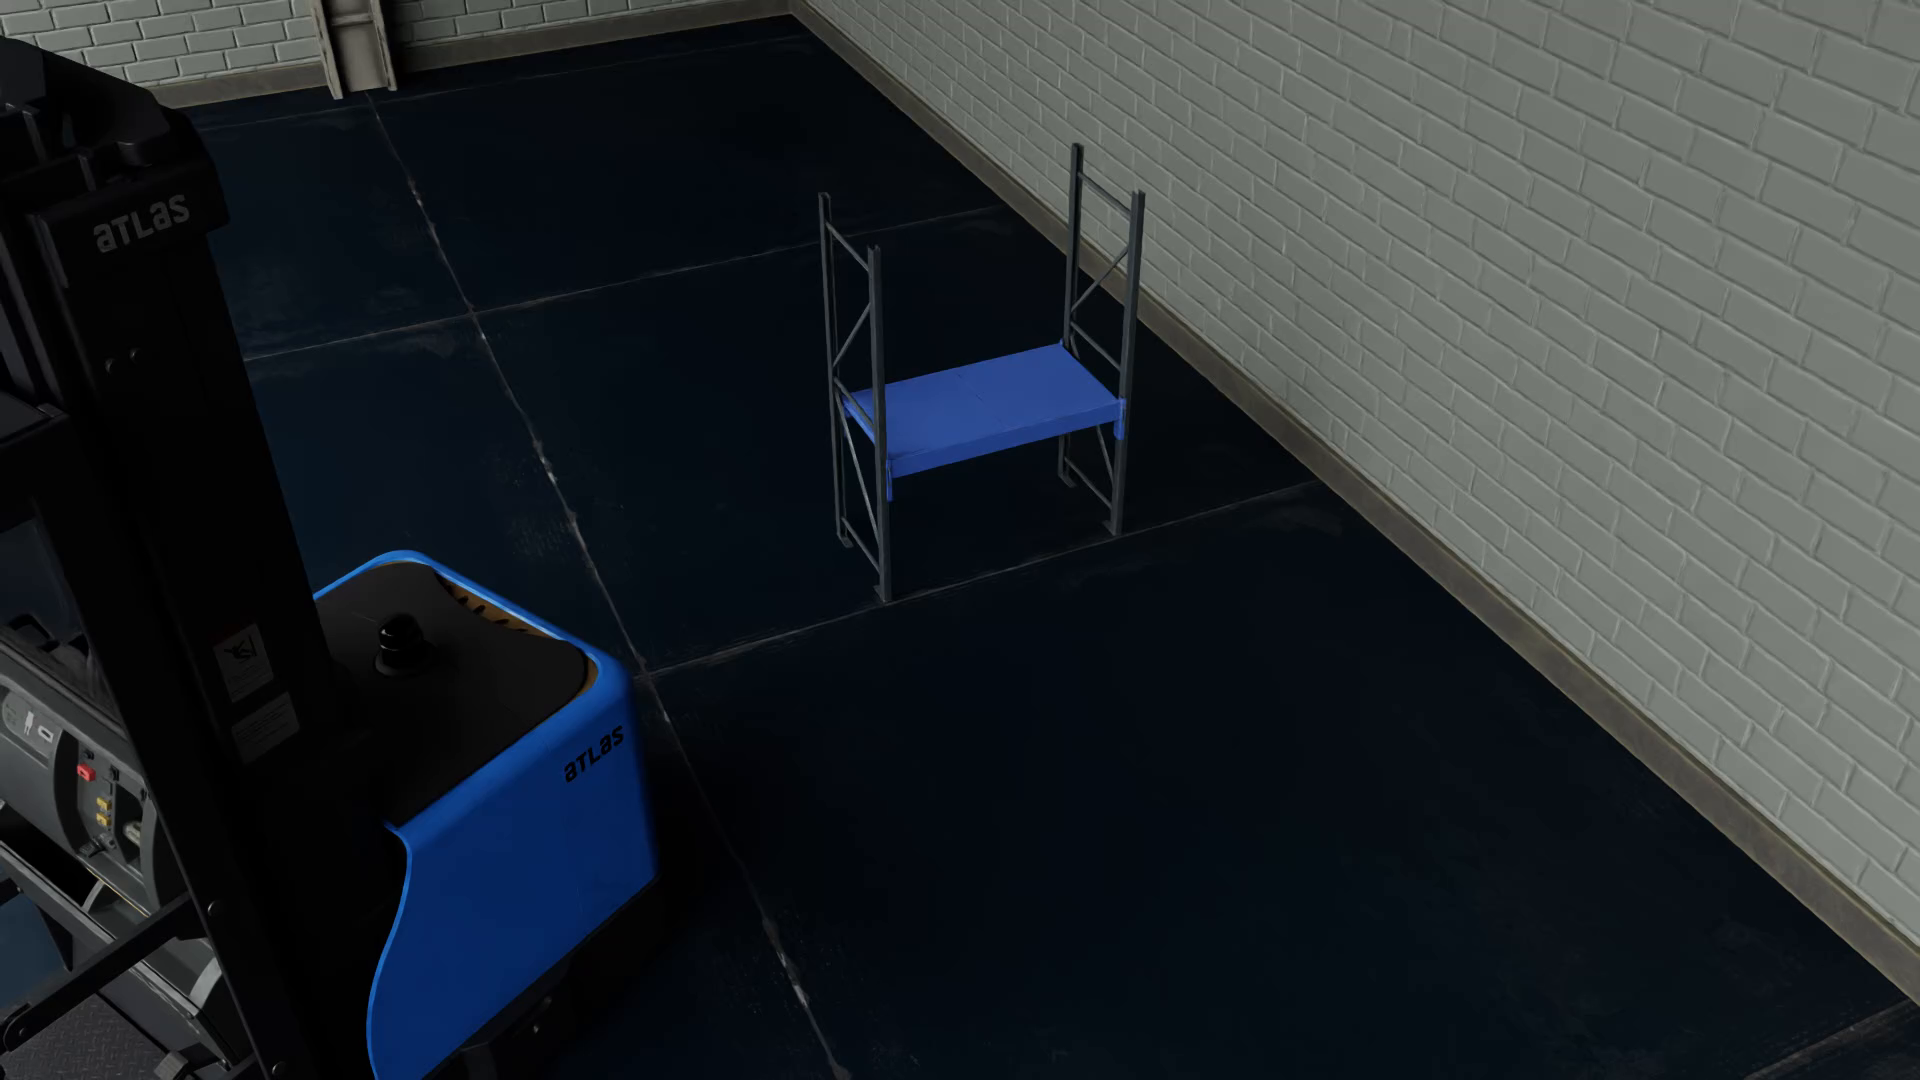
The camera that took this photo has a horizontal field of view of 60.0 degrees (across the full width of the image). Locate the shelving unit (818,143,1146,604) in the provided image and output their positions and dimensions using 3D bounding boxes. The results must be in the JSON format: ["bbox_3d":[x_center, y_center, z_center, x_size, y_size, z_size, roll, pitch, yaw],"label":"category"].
[{"bbox_3d":[0.077,-0.624,6.332,1.048,1.500,0.538,-16,39,-20],"label":"shelving unit"}]

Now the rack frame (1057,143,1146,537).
[{"bbox_3d":[0.537,-0.753,6.506,0.032,1.500,0.500,-16,39,-20],"label":"rack frame"}]

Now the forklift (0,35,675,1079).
[{"bbox_3d":[-2.147,0.567,3.525,1.130,2.935,3.031,24,43,28],"label":"forklift"}]

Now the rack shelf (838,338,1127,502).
[{"bbox_3d":[0.077,-0.480,6.439,1.000,0.185,0.538,-16,39,-20],"label":"rack shelf"}]

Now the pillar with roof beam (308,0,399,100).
[{"bbox_3d":[-2.005,-4.205,4.866,0.400,9.000,9.100,-16,39,-20],"label":"pillar with roof beam"}]

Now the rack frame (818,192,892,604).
[{"bbox_3d":[-0.383,-0.495,6.159,0.032,1.500,0.500,-16,39,-20],"label":"rack frame"}]
